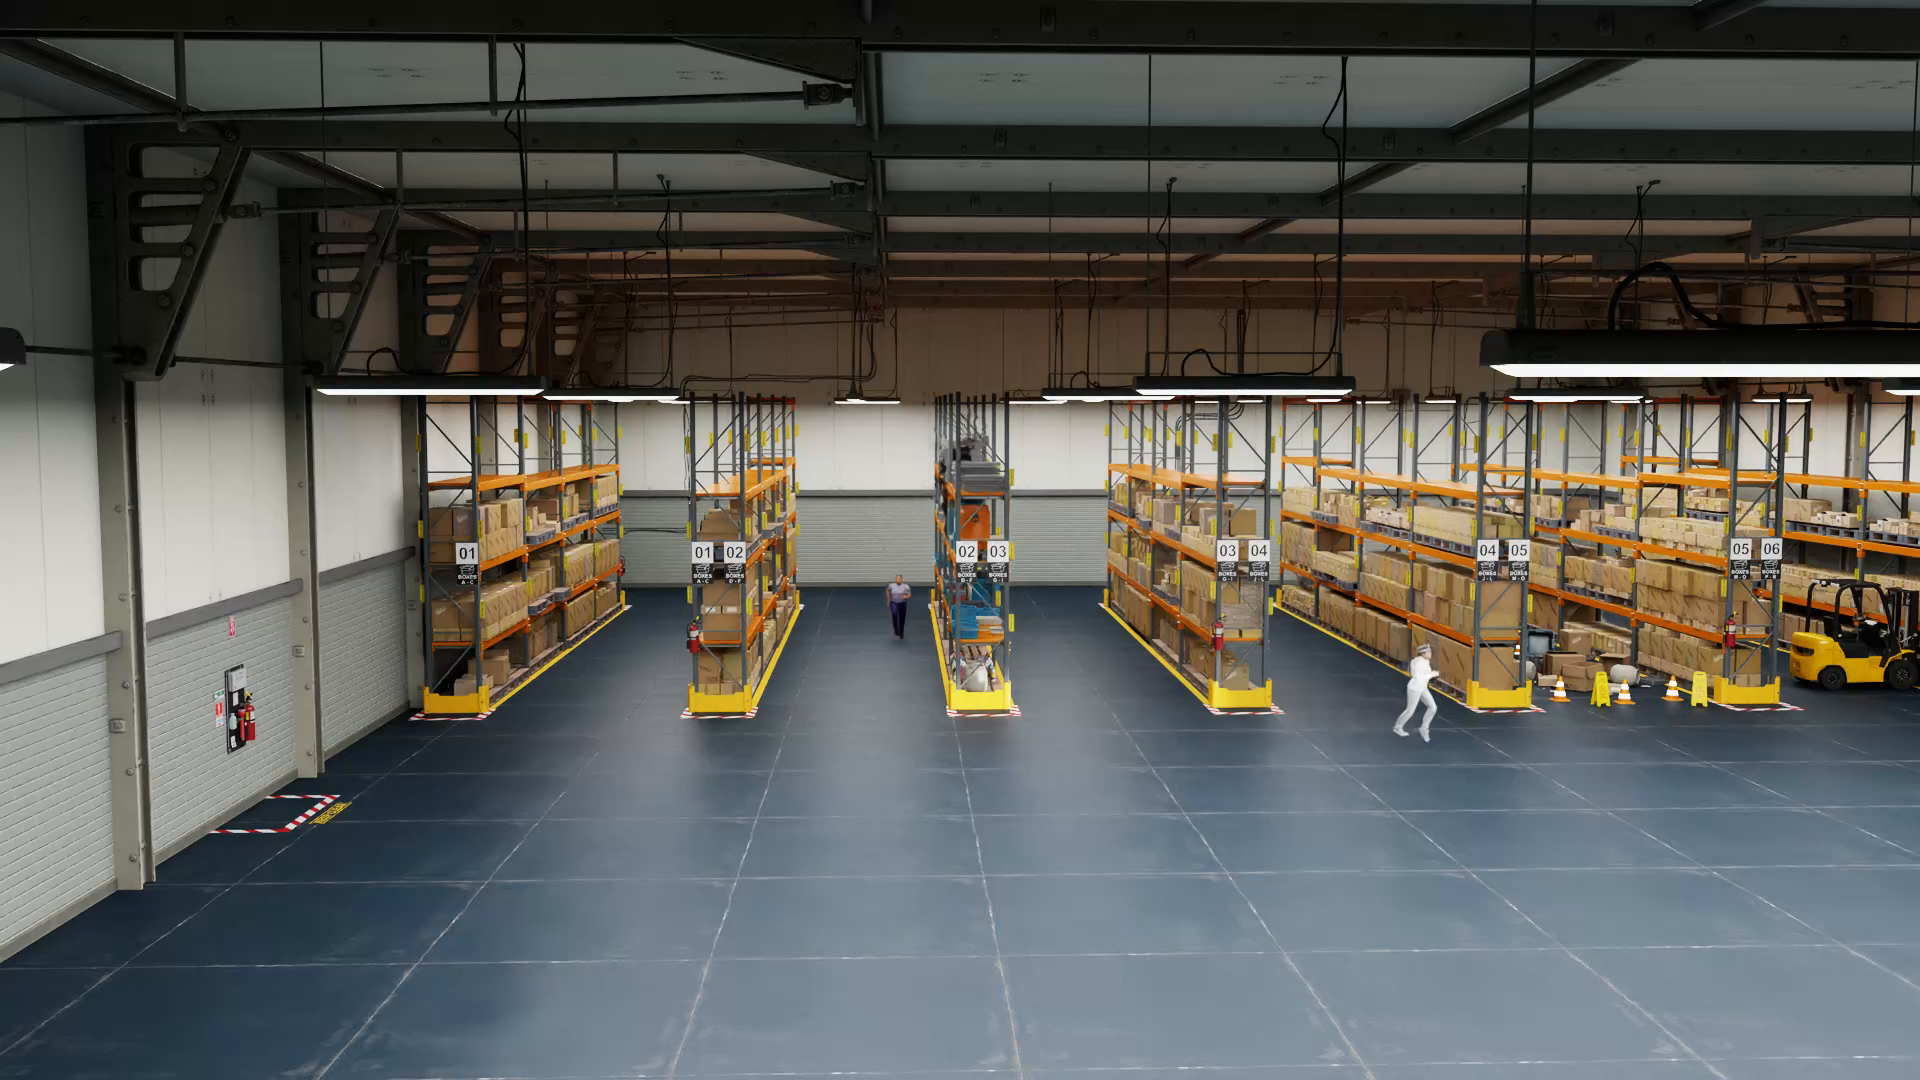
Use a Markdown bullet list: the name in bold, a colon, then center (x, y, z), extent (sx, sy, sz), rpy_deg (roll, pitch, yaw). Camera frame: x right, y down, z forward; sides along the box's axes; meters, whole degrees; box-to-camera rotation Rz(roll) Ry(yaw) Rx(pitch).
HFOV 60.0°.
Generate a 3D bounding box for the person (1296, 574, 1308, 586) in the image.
- **person**: center (10.145, 0.984, 49.079), extent (0.585, 1.645, 0.756), rpy_deg (2, 5, 19)

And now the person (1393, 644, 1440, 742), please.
- **person**: center (7.827, 2.614, 28.511), extent (0.815, 1.725, 0.587), rpy_deg (4, 6, 38)

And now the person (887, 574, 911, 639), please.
- **person**: center (-1.480, 1.637, 40.399), extent (0.580, 1.609, 0.902), rpy_deg (0, 5, -6)
